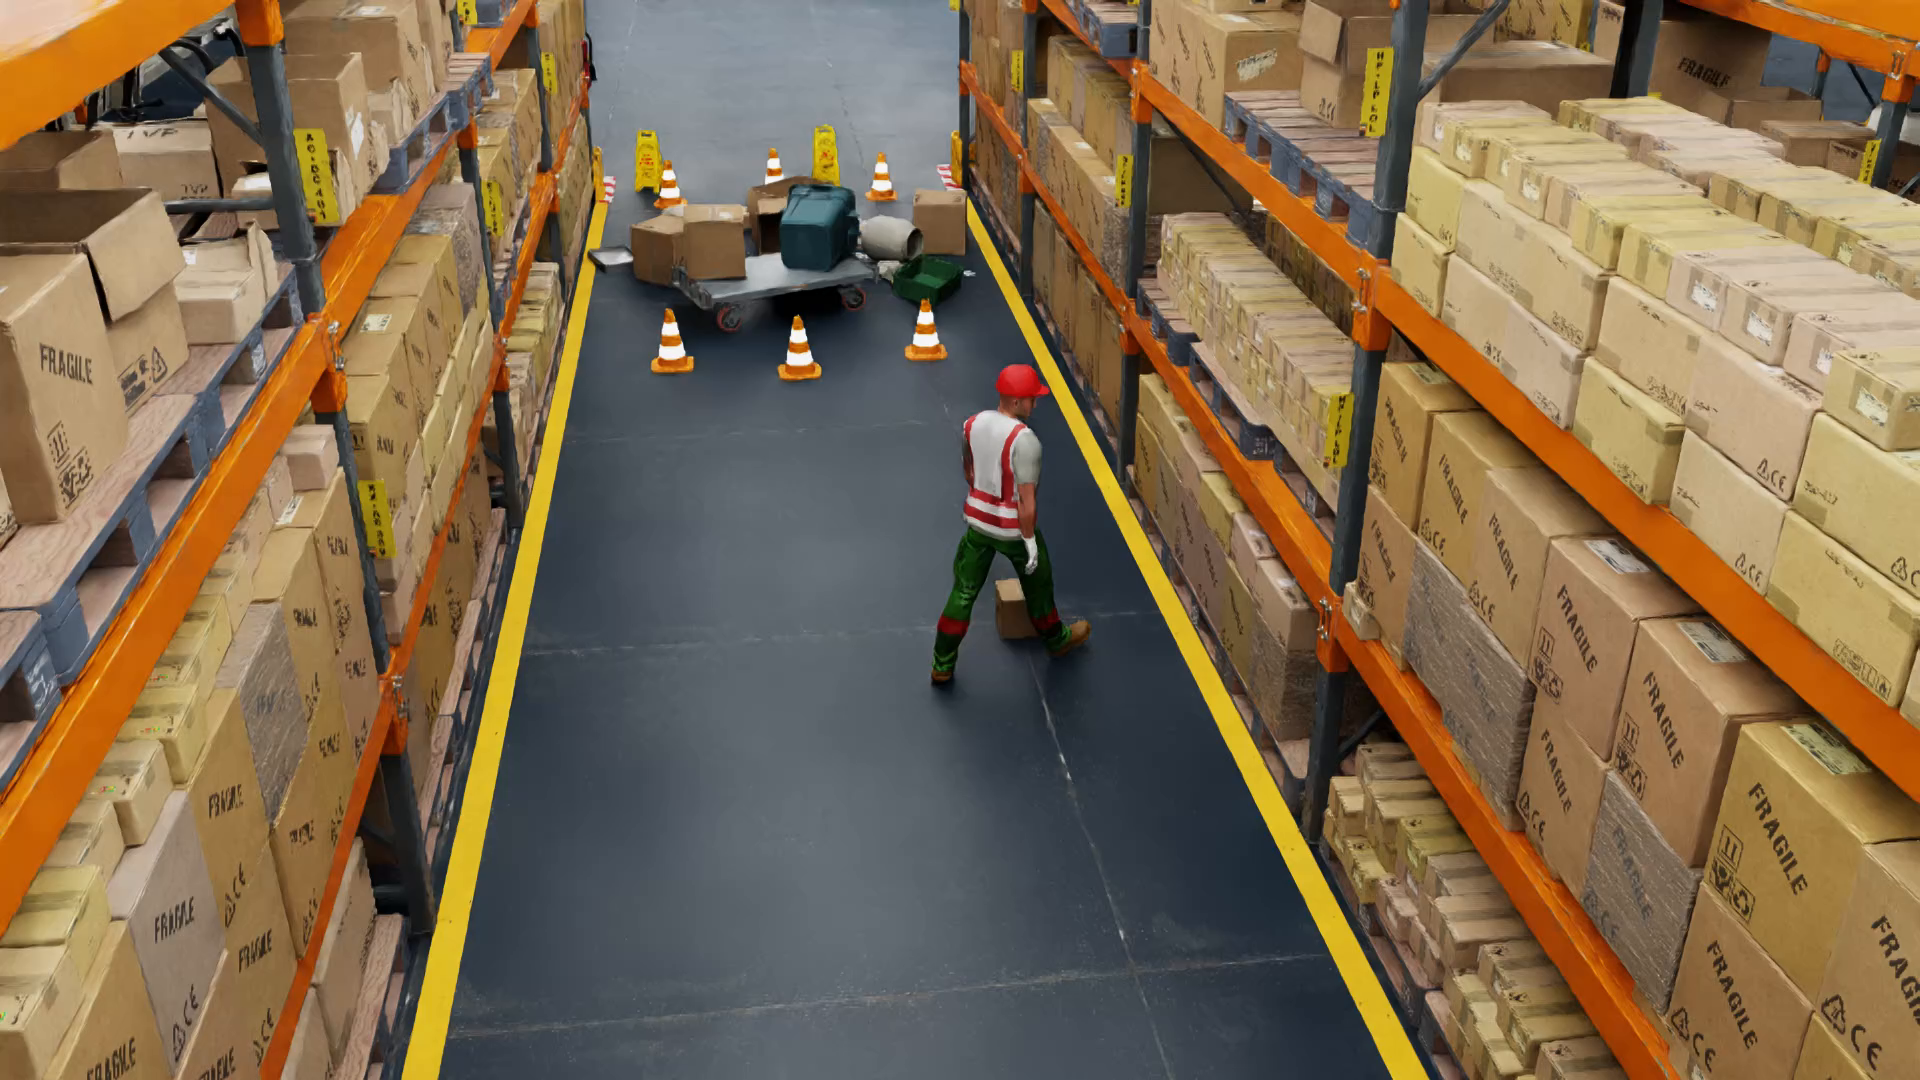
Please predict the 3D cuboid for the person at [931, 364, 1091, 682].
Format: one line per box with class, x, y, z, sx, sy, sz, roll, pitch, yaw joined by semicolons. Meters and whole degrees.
person;0.263;-0.110;8.817;0.623;1.753;0.900;21;33;35
